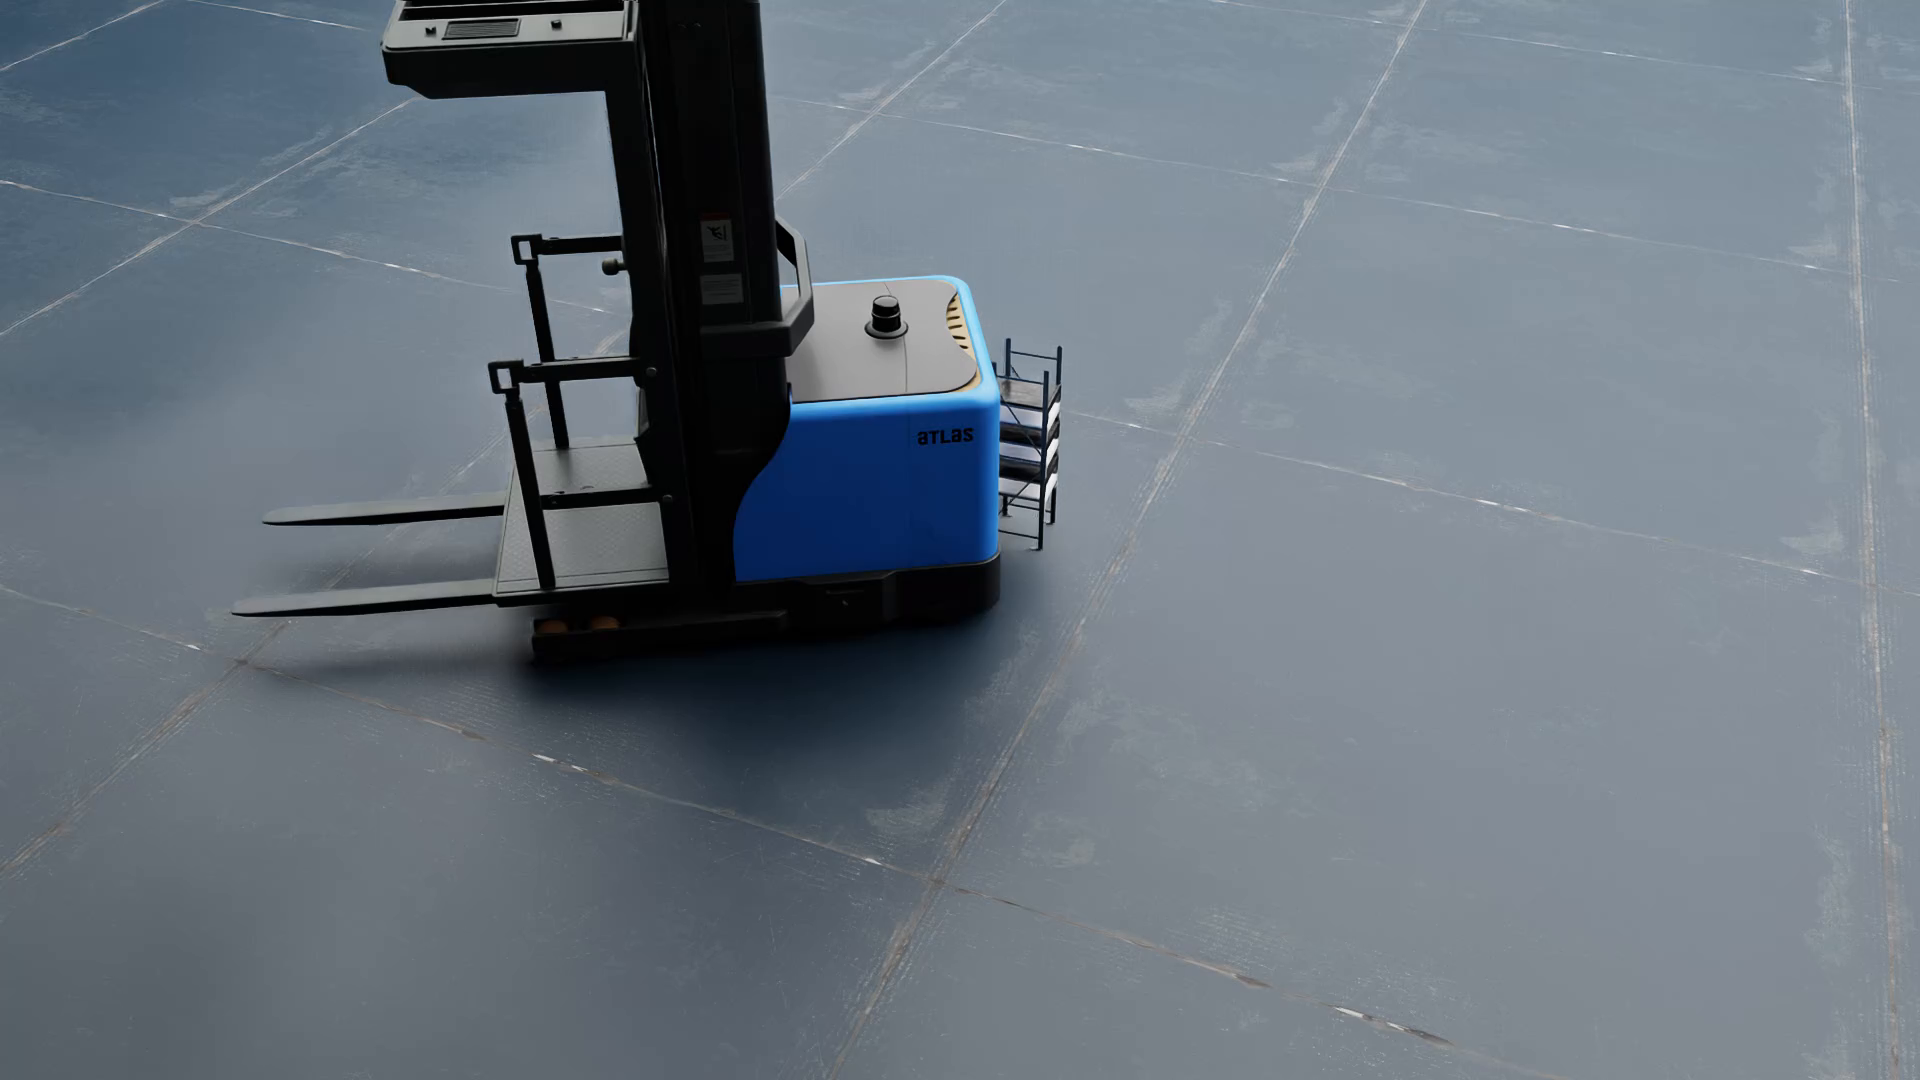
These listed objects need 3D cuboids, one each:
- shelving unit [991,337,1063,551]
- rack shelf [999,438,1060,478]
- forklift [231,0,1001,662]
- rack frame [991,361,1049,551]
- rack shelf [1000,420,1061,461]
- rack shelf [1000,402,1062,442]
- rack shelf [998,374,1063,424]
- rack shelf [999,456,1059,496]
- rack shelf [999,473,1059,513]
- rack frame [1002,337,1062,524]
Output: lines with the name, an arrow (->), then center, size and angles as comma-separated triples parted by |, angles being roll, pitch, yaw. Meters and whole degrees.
shelving unit -> 0.273, -0.395, 7.027 | 0.258, 0.900, 0.210 | 11, 38, 14
rack shelf -> 0.273, -0.368, 7.046 | 0.258, 0.077, 0.200 | 11, 38, 14
forklift -> -1.393, -1.028, 6.177 | 3.031, 2.935, 1.130 | -5, 37, -6
rack frame -> 0.242, -0.337, 6.949 | 0.240, 0.900, 0.006 | 11, 38, 14
rack shelf -> 0.273, -0.440, 6.993 | 0.258, 0.077, 0.200 | 11, 38, 14
rack shelf -> 0.273, -0.512, 6.939 | 0.258, 0.077, 0.200 | 11, 38, 14
rack shelf -> 0.273, -0.584, 6.885 | 0.258, 0.077, 0.200 | 11, 38, 14
rack shelf -> 0.273, -0.296, 7.100 | 0.258, 0.077, 0.200 | 11, 38, 14
rack shelf -> 0.273, -0.224, 7.154 | 0.258, 0.077, 0.200 | 11, 38, 14
rack frame -> 0.304, -0.453, 7.104 | 0.240, 0.900, 0.006 | 11, 38, 14
